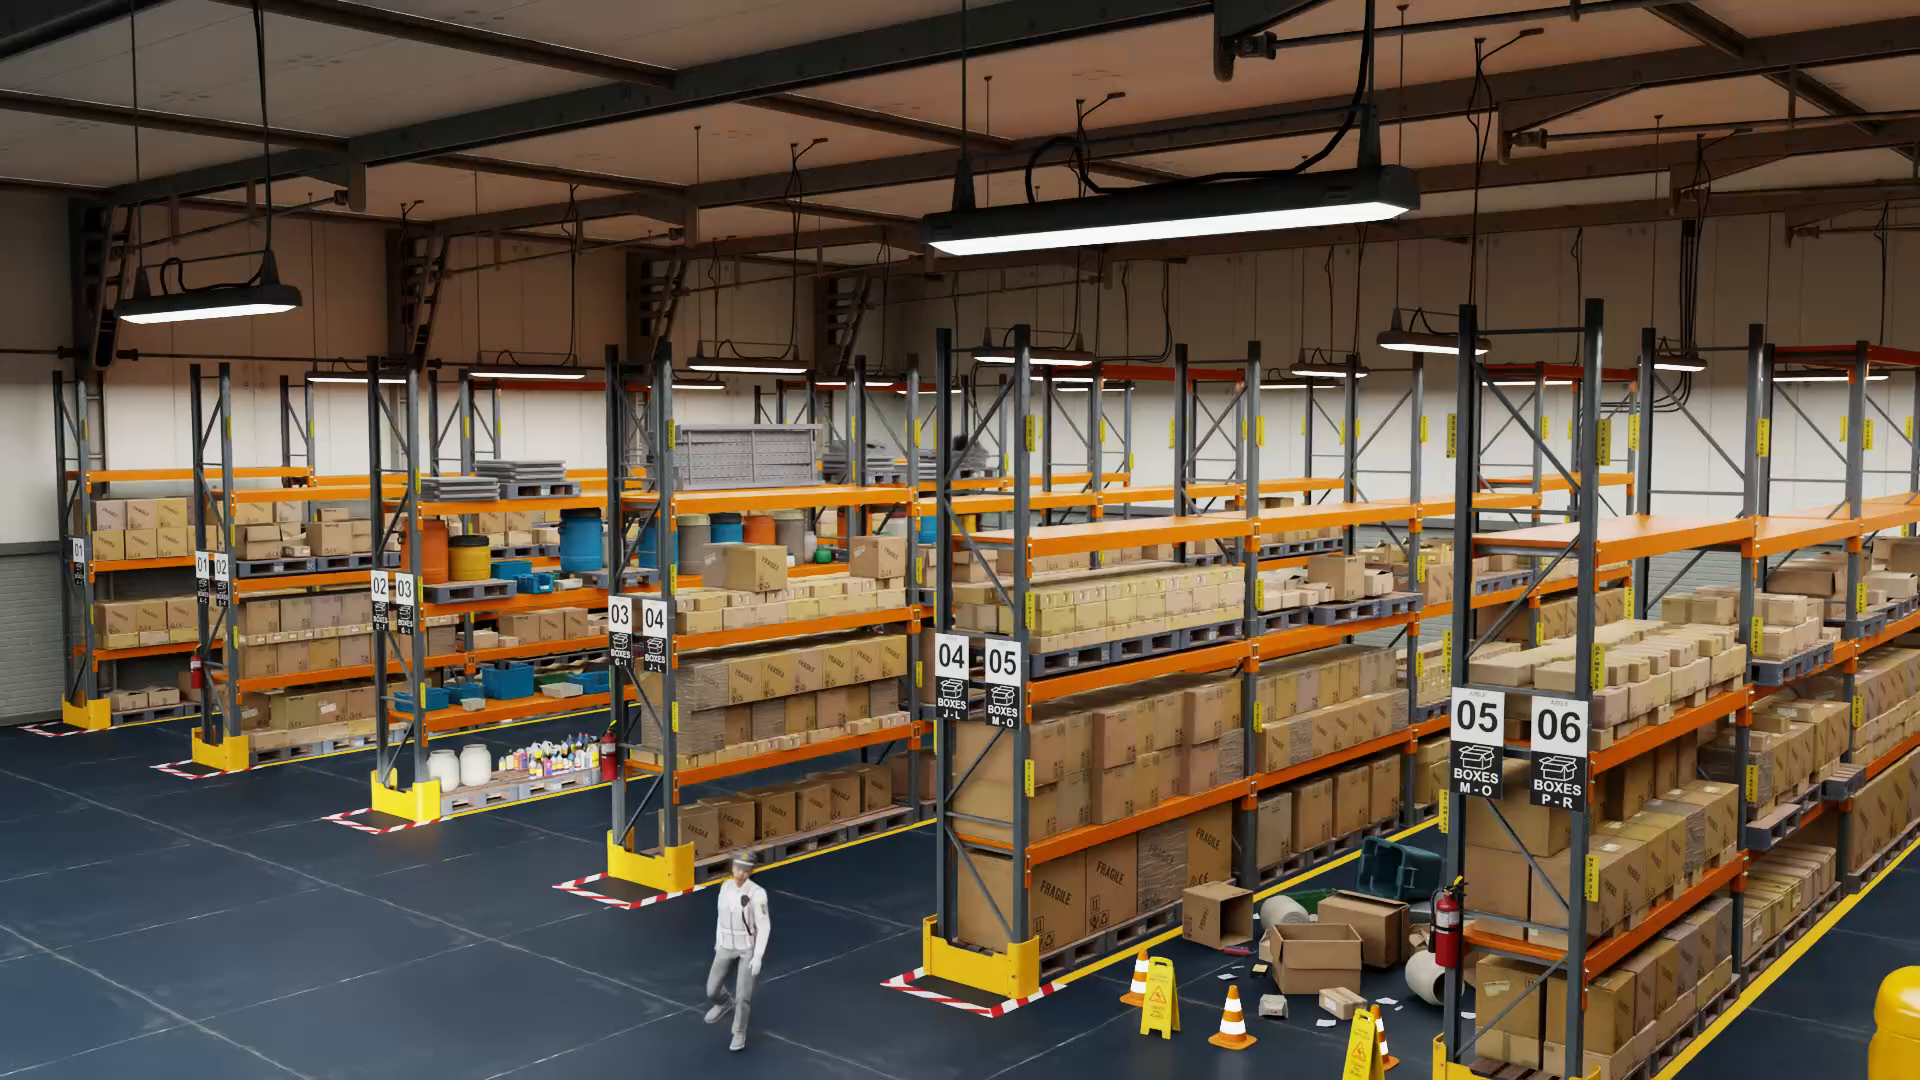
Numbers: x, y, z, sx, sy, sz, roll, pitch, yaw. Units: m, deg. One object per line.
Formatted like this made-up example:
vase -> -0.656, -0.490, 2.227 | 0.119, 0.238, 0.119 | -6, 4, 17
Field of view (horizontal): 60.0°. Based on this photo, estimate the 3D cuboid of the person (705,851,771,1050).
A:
person -> -1.849, 3.354, 13.743 | 0.711, 1.639, 0.545 | 1, 4, 19
